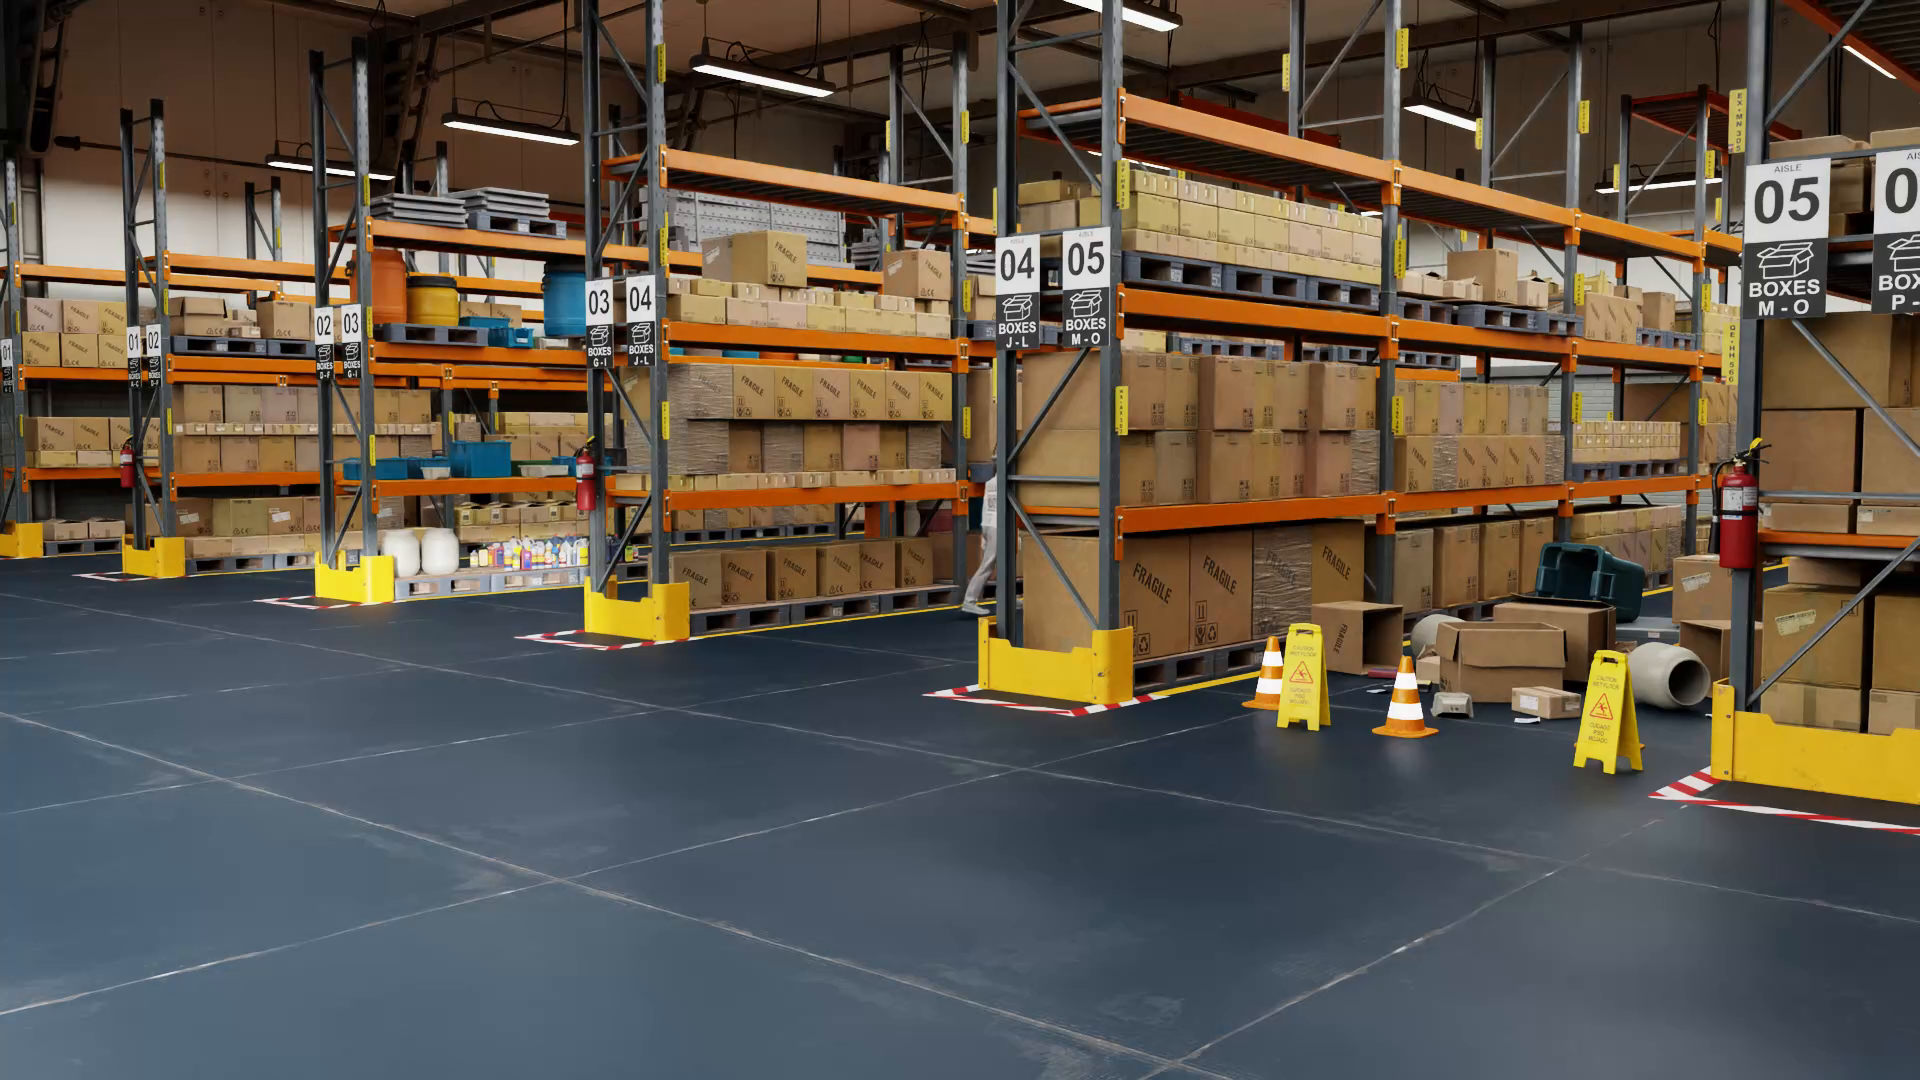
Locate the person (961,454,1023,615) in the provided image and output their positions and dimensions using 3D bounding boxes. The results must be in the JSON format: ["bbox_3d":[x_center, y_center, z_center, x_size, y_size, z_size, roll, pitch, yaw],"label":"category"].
[{"bbox_3d":[0.403,-0.077,16.593,0.919,1.627,0.525,-1,4,-22],"label":"person"}]
